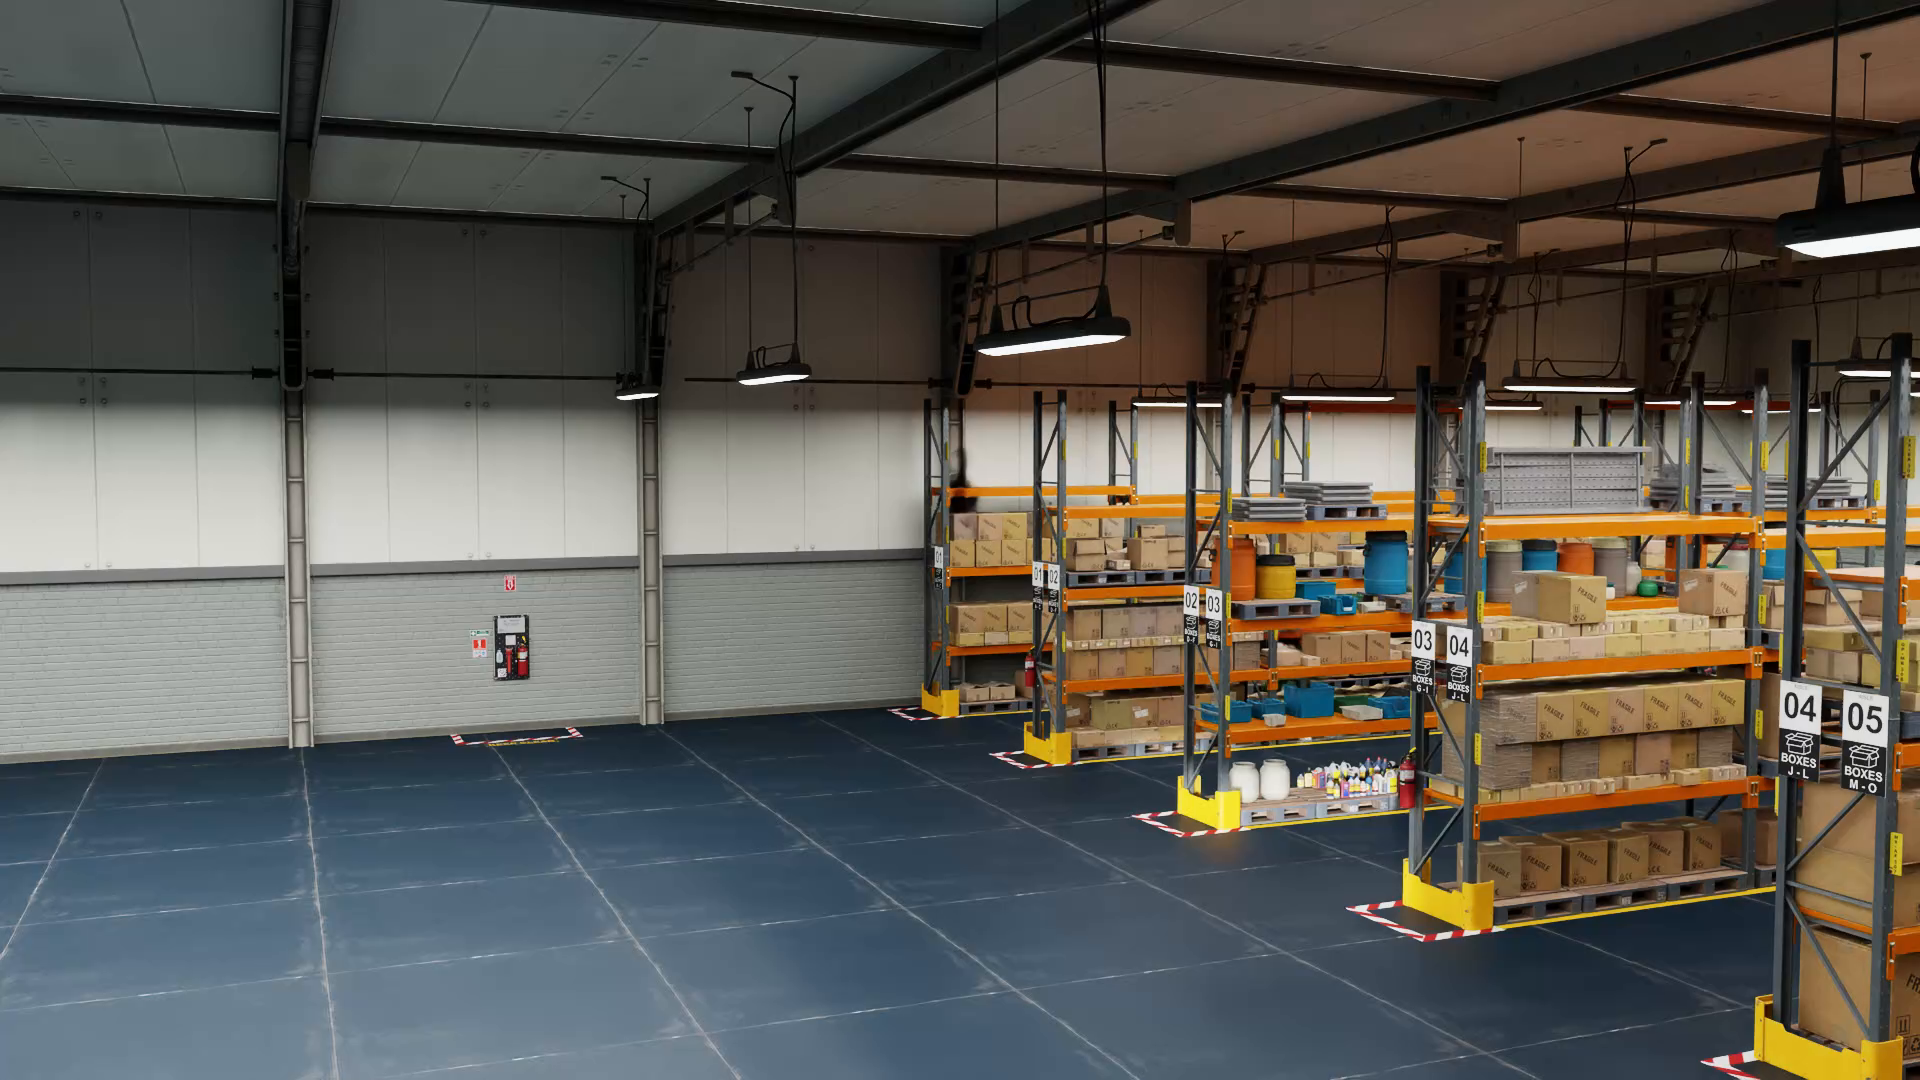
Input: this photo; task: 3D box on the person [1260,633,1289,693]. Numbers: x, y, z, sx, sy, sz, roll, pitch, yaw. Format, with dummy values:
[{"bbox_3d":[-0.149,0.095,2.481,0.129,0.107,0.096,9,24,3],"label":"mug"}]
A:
[{"bbox_3d":[5.854,2.487,30.719,0.724,1.674,0.820,1,3,11],"label":"person"}]
